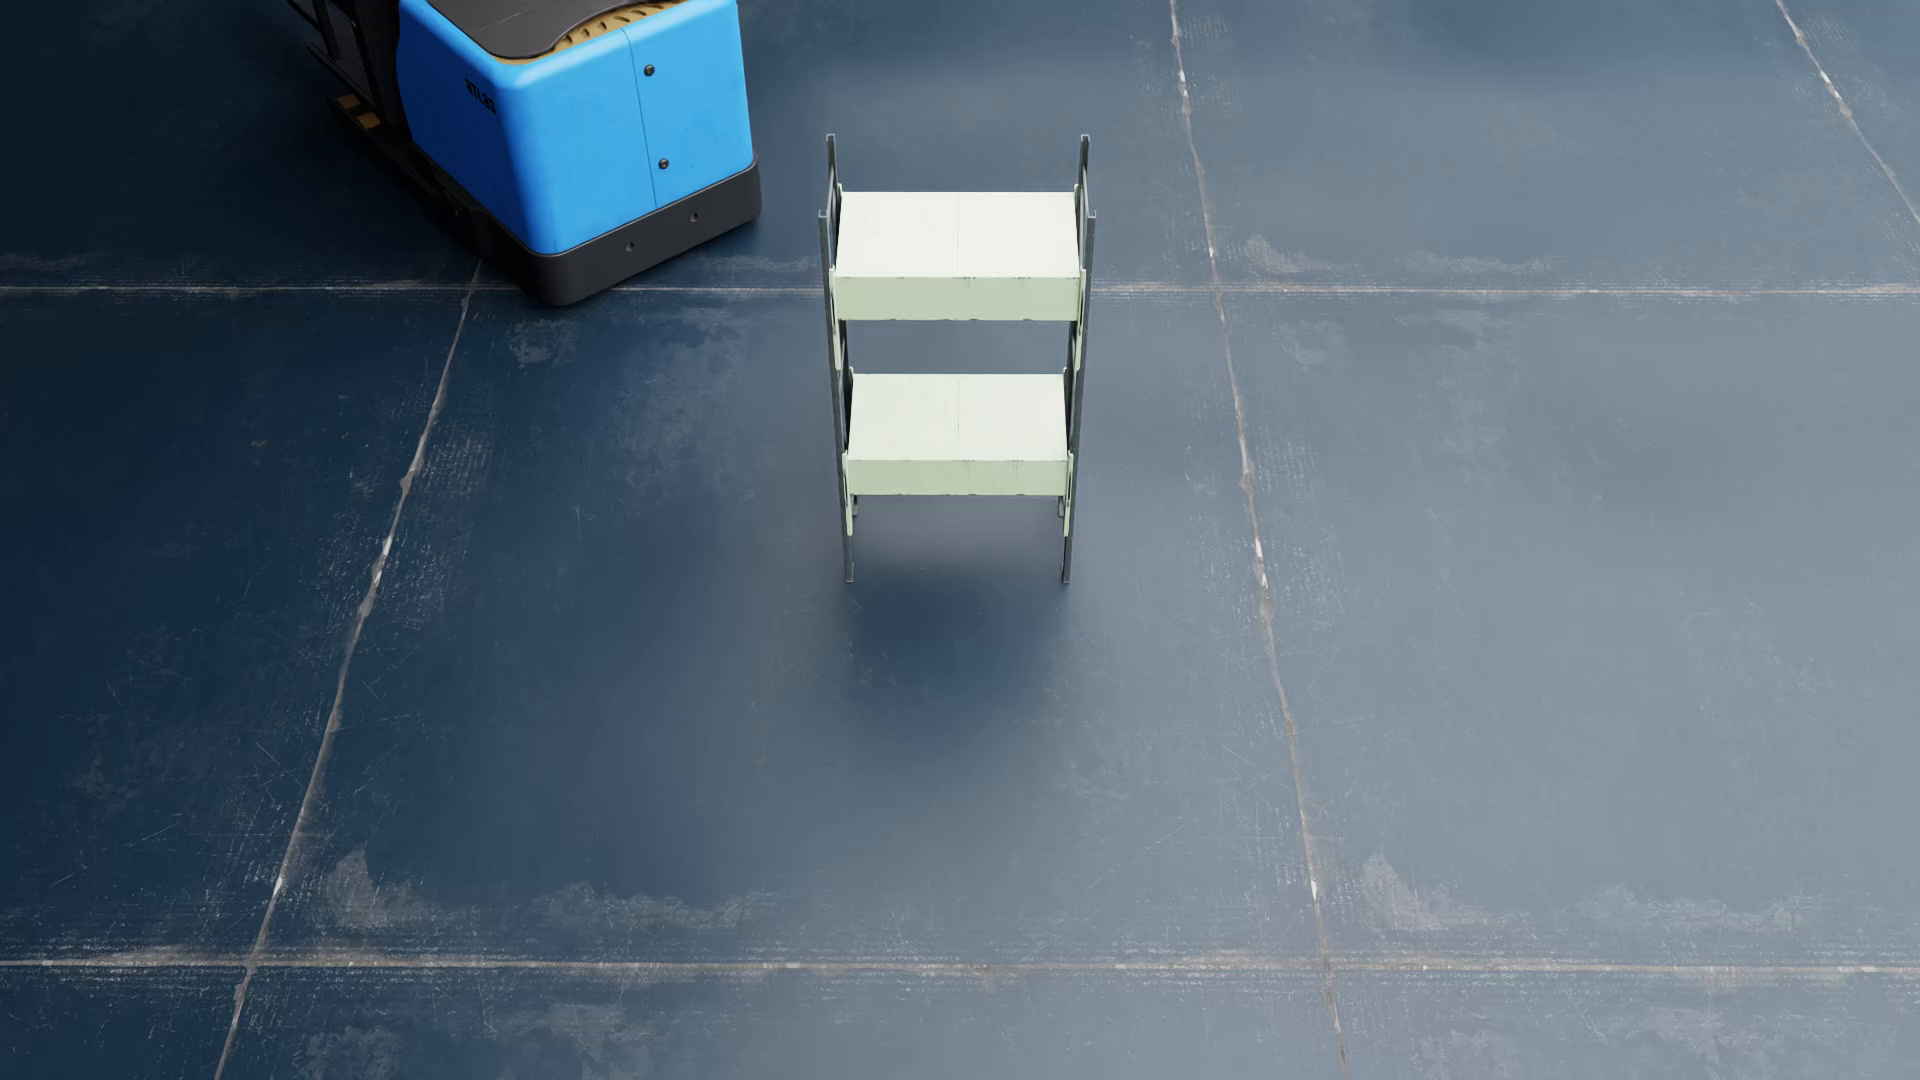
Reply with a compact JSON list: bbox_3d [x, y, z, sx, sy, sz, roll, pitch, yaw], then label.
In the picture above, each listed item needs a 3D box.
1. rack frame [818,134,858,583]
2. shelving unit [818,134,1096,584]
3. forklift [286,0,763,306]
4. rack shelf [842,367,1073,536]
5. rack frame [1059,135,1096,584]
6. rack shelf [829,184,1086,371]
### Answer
[{"bbox_3d":[-0.373,-0.512,5.202,0.023,1.500,0.400,0,47,0],"label":"rack frame"},{"bbox_3d":[-0.007,-0.511,5.201,0.755,1.500,0.431,0,47,0],"label":"shelving unit"},{"bbox_3d":[-2.157,-2.928,6.473,1.130,2.935,3.031,-32,55,-26],"label":"forklift"},{"bbox_3d":[-0.007,-0.289,5.440,0.720,0.370,0.431,0,47,0],"label":"rack shelf"},{"bbox_3d":[0.359,-0.510,5.200,0.023,1.500,0.400,0,47,0],"label":"rack frame"},{"bbox_3d":[-0.007,-0.777,4.915,0.720,0.370,0.431,0,47,0],"label":"rack shelf"}]
